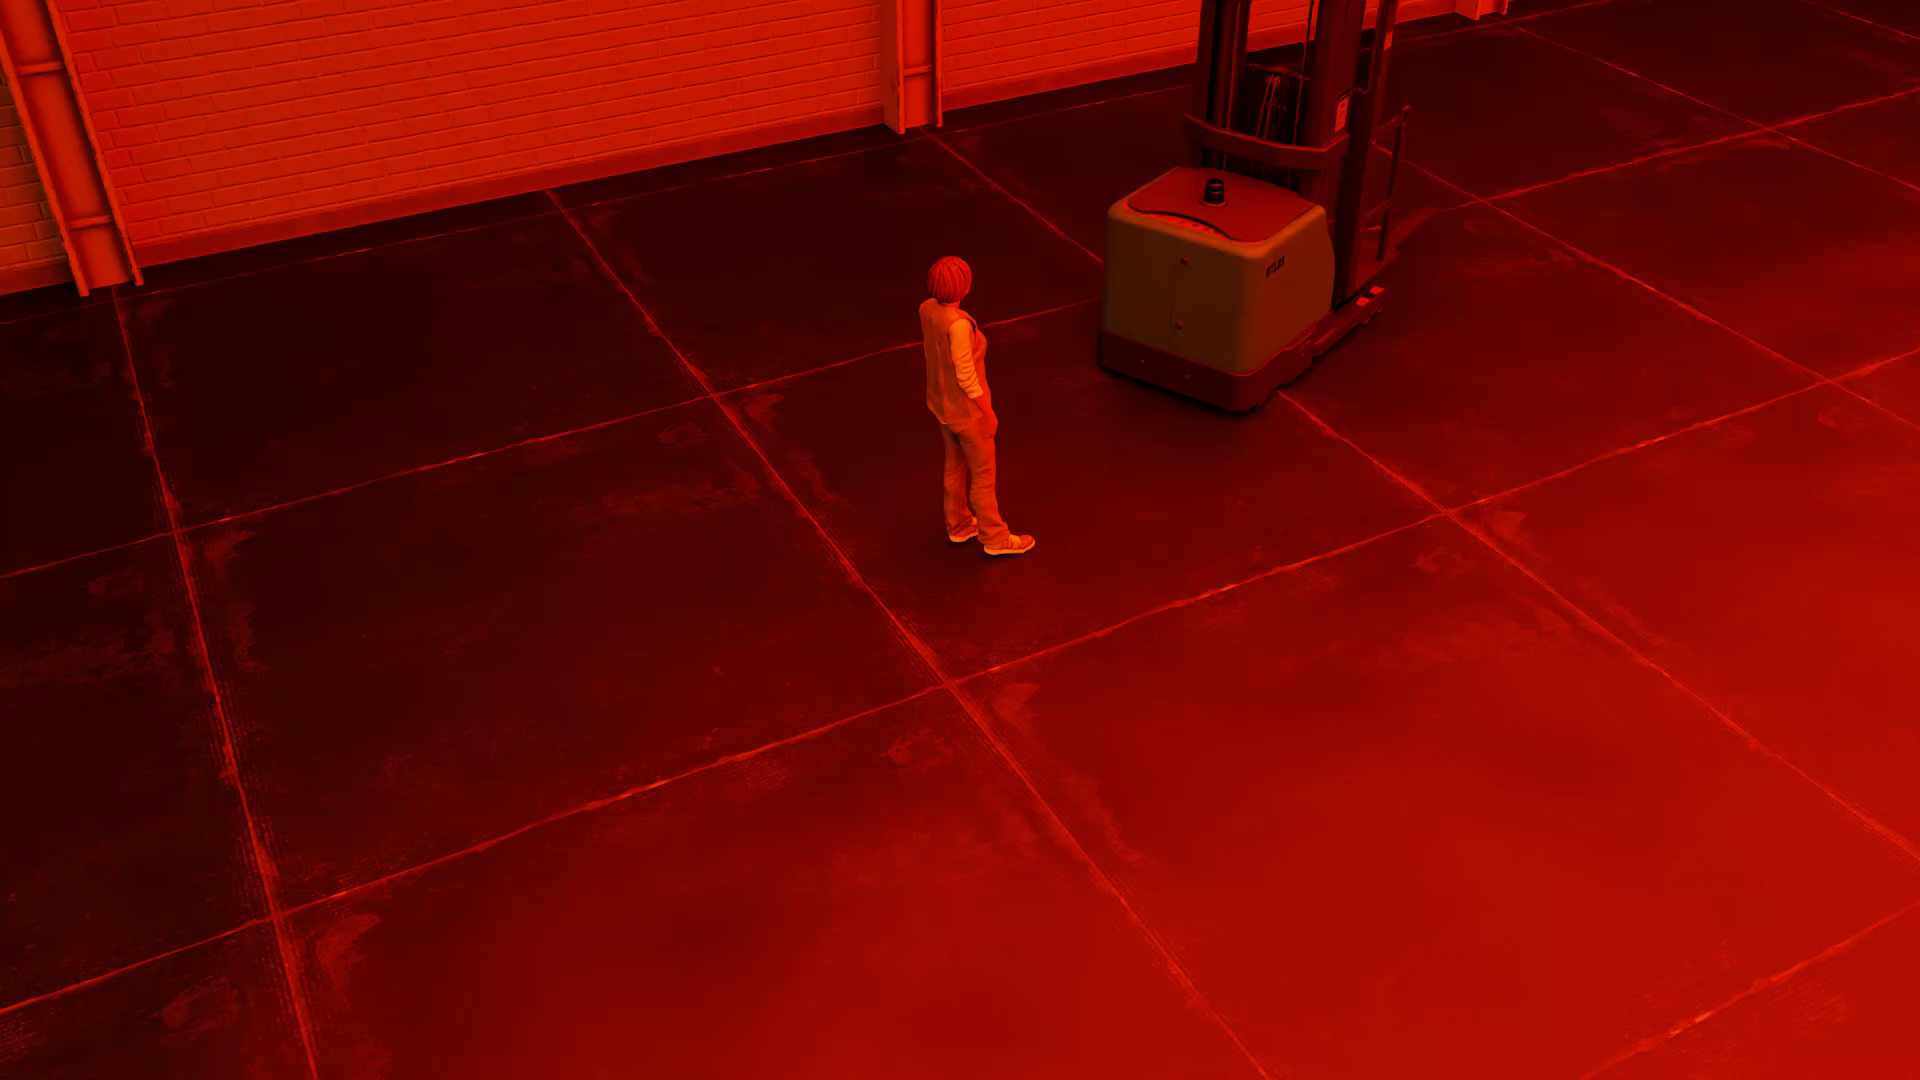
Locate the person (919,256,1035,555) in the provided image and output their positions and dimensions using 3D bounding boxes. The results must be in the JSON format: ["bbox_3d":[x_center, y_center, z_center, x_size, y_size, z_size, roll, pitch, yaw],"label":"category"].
[{"bbox_3d":[0.072,-0.671,8.216,0.473,1.599,0.521,-17,39,-23],"label":"person"}]

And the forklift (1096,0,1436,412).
[{"bbox_3d":[2.118,-2.731,9.987,1.130,2.935,3.031,24,42,30],"label":"forklift"}]
